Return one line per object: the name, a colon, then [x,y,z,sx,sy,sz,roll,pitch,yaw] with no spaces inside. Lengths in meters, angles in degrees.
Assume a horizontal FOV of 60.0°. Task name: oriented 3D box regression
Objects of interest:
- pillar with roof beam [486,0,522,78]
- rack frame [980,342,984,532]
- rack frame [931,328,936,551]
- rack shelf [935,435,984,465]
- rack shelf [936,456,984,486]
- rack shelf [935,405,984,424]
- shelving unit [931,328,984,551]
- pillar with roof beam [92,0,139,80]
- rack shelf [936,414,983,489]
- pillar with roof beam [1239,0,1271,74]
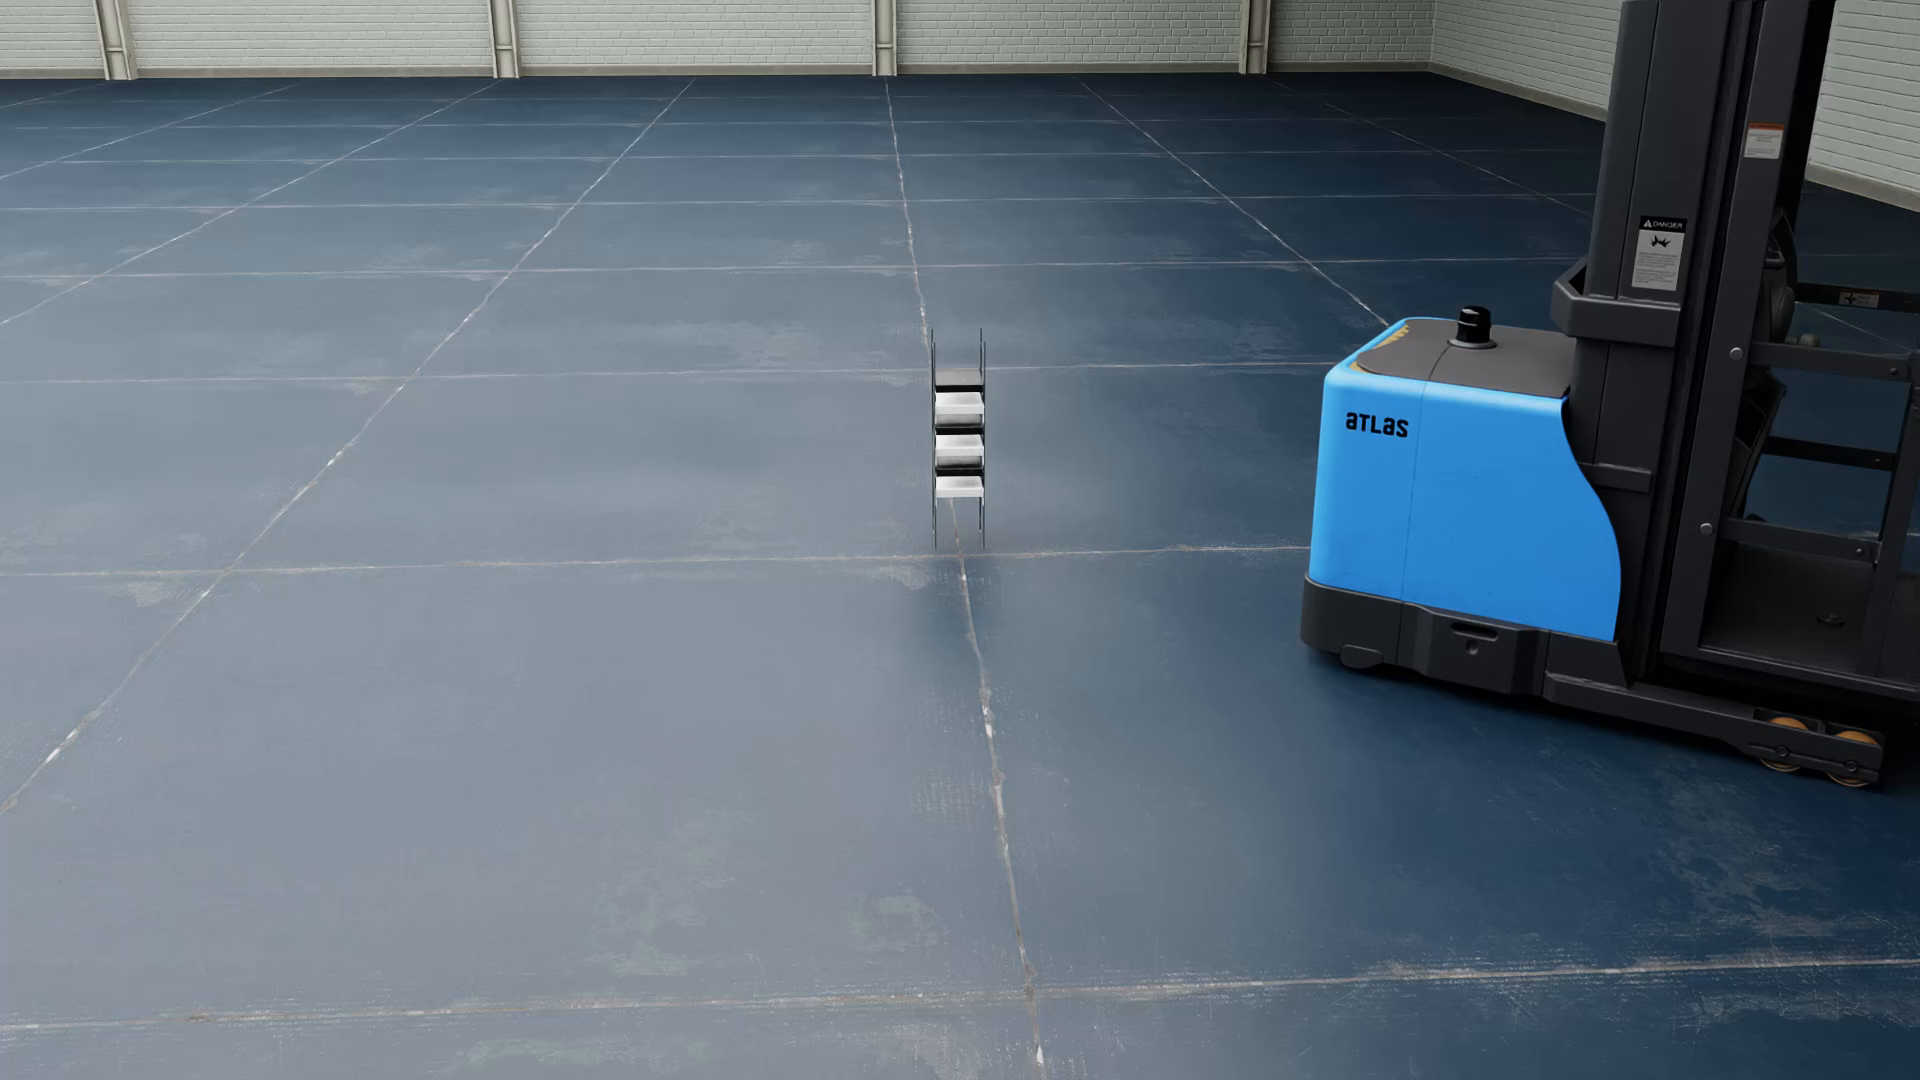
pillar with roof beam: [-6.959,-10.064,20.907,0.400,9.000,9.100,-1,21,-3]
rack frame: [0.093,-0.423,6.967,0.003,0.785,0.228,-1,21,-3]
rack frame: [-0.110,-0.418,6.955,0.006,0.900,0.240,-1,21,-3]
rack shelf: [-0.008,-0.389,6.972,0.200,0.077,0.258,-1,21,-3]
rack shelf: [-0.008,-0.305,7.004,0.200,0.077,0.258,-1,21,-3]
rack shelf: [-0.008,-0.557,6.908,0.200,0.077,0.258,-1,21,-3]
shelving unit: [-0.009,-0.420,6.960,0.208,0.900,0.258,-1,21,-3]
pillar with roof beam: [-12.949,-9.942,20.587,0.400,9.000,9.100,-1,21,-3]
rack shelf: [-0.008,-0.373,6.978,0.190,0.281,0.221,-1,21,-3]
pillar with roof beam: [5.021,-10.307,21.547,0.400,9.000,9.100,-1,21,-3]
